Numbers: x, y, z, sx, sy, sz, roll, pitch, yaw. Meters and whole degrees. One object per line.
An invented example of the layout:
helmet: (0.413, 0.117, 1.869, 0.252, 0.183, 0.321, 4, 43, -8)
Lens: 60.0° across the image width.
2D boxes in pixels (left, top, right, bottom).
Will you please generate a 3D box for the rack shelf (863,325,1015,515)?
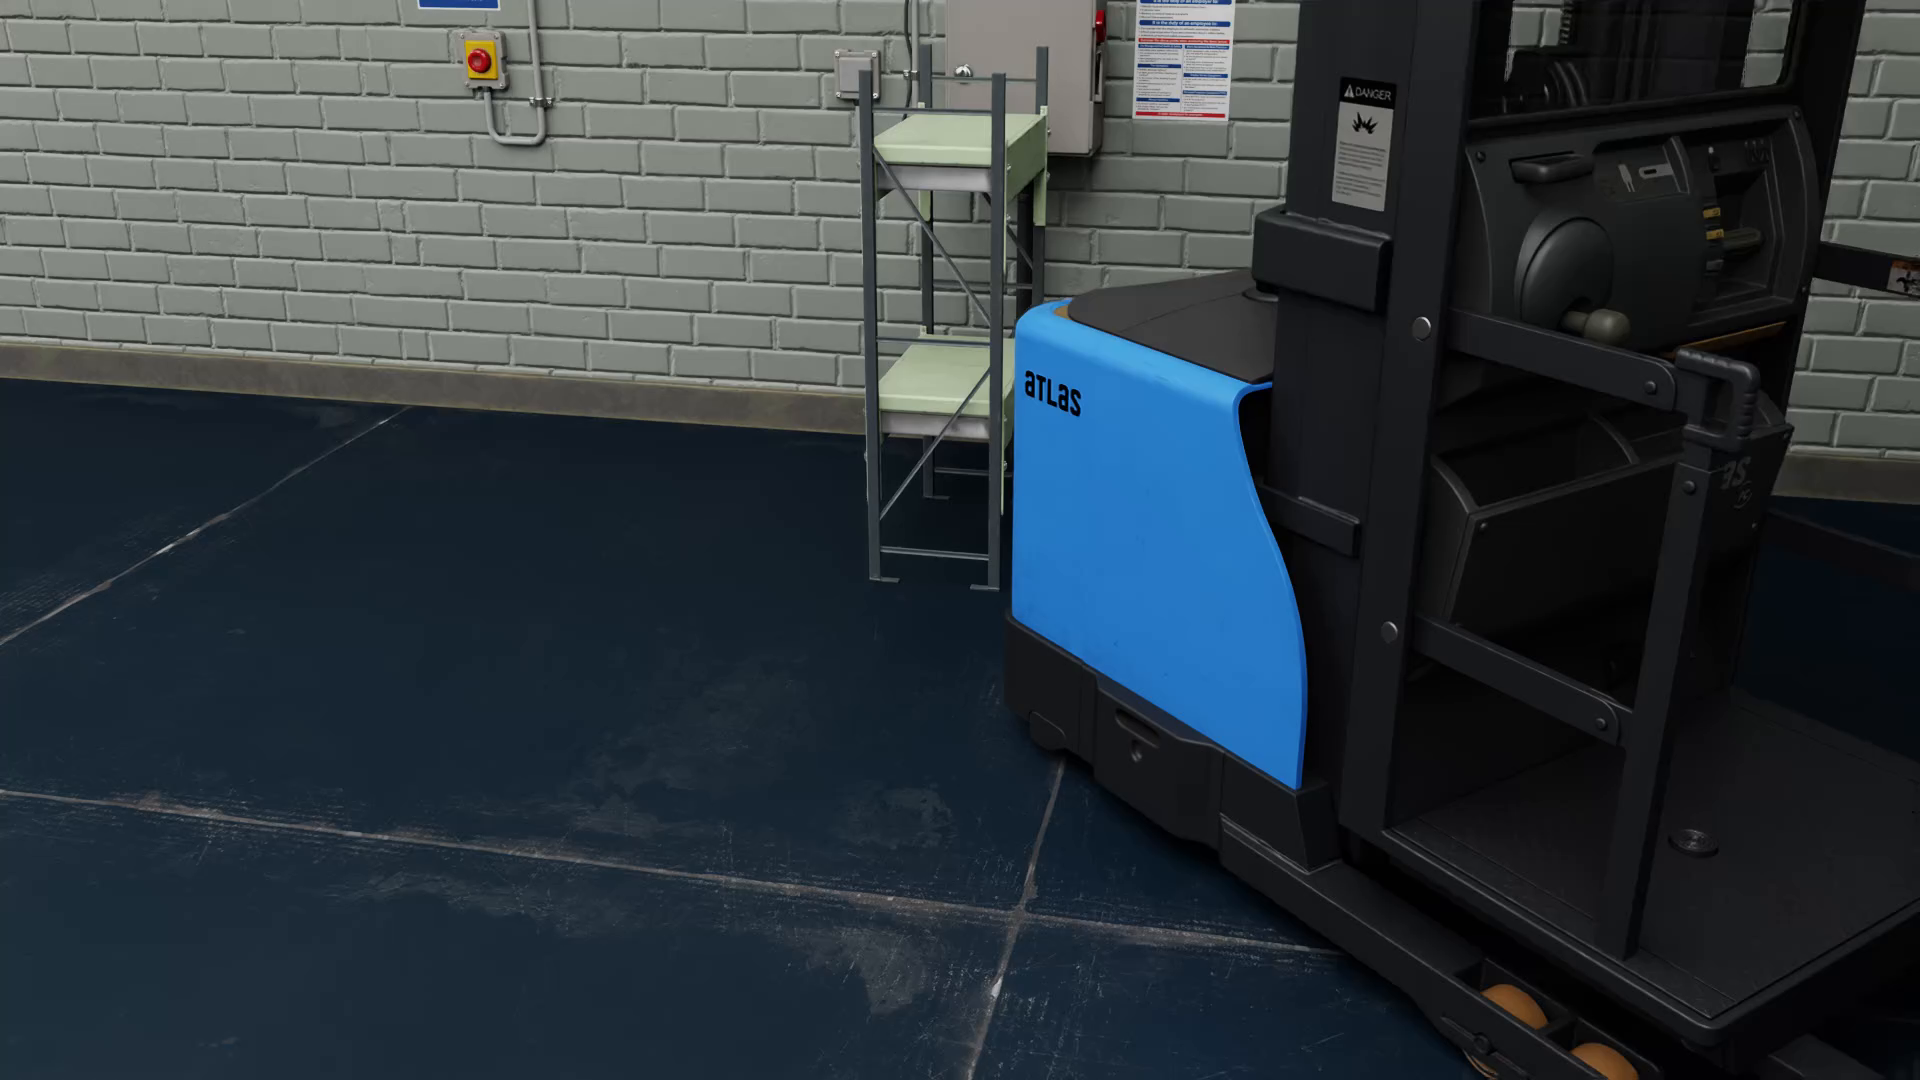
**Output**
rack shelf: (-0.001, -0.391, 5.189, 0.431, 0.370, 0.720, 4, 22, 11)

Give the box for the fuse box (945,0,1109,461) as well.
fuse box: (0.228, -1.079, 5.741, 0.539, 1.711, 0.414, 4, 22, 11)

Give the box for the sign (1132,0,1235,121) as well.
sign: (0.754, -1.670, 5.613, 0.329, 0.494, 0.001, 4, 22, 11)

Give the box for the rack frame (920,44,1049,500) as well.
rack frame: (0.073, -0.827, 5.400, 0.400, 1.500, 0.023, 4, 22, 11)

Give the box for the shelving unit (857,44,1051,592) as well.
shelving unit: (-0.001, -0.693, 5.067, 0.431, 1.500, 0.755, 4, 22, 11)

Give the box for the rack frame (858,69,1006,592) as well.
rack frame: (-0.076, -0.559, 4.735, 0.400, 1.500, 0.023, 4, 22, 11)

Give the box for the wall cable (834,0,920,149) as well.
wall cable: (-0.407, -2.257, 5.583, 0.588, 1.984, 0.122, 4, 22, 11)

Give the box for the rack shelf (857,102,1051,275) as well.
rack shelf: (-0.001, -1.055, 4.922, 0.431, 0.370, 0.720, 4, 22, 11)

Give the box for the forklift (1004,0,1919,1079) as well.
forklift: (1.339, -0.538, 2.766, 1.130, 2.935, 3.031, -14, 26, -31)

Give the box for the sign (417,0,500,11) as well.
sign: (-1.833, -2.041, 6.045, 0.327, 0.218, 0.001, 4, 22, 11)

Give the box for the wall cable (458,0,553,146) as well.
wall cable: (-1.798, -2.375, 5.835, 0.585, 1.953, 0.123, 4, 22, 11)
